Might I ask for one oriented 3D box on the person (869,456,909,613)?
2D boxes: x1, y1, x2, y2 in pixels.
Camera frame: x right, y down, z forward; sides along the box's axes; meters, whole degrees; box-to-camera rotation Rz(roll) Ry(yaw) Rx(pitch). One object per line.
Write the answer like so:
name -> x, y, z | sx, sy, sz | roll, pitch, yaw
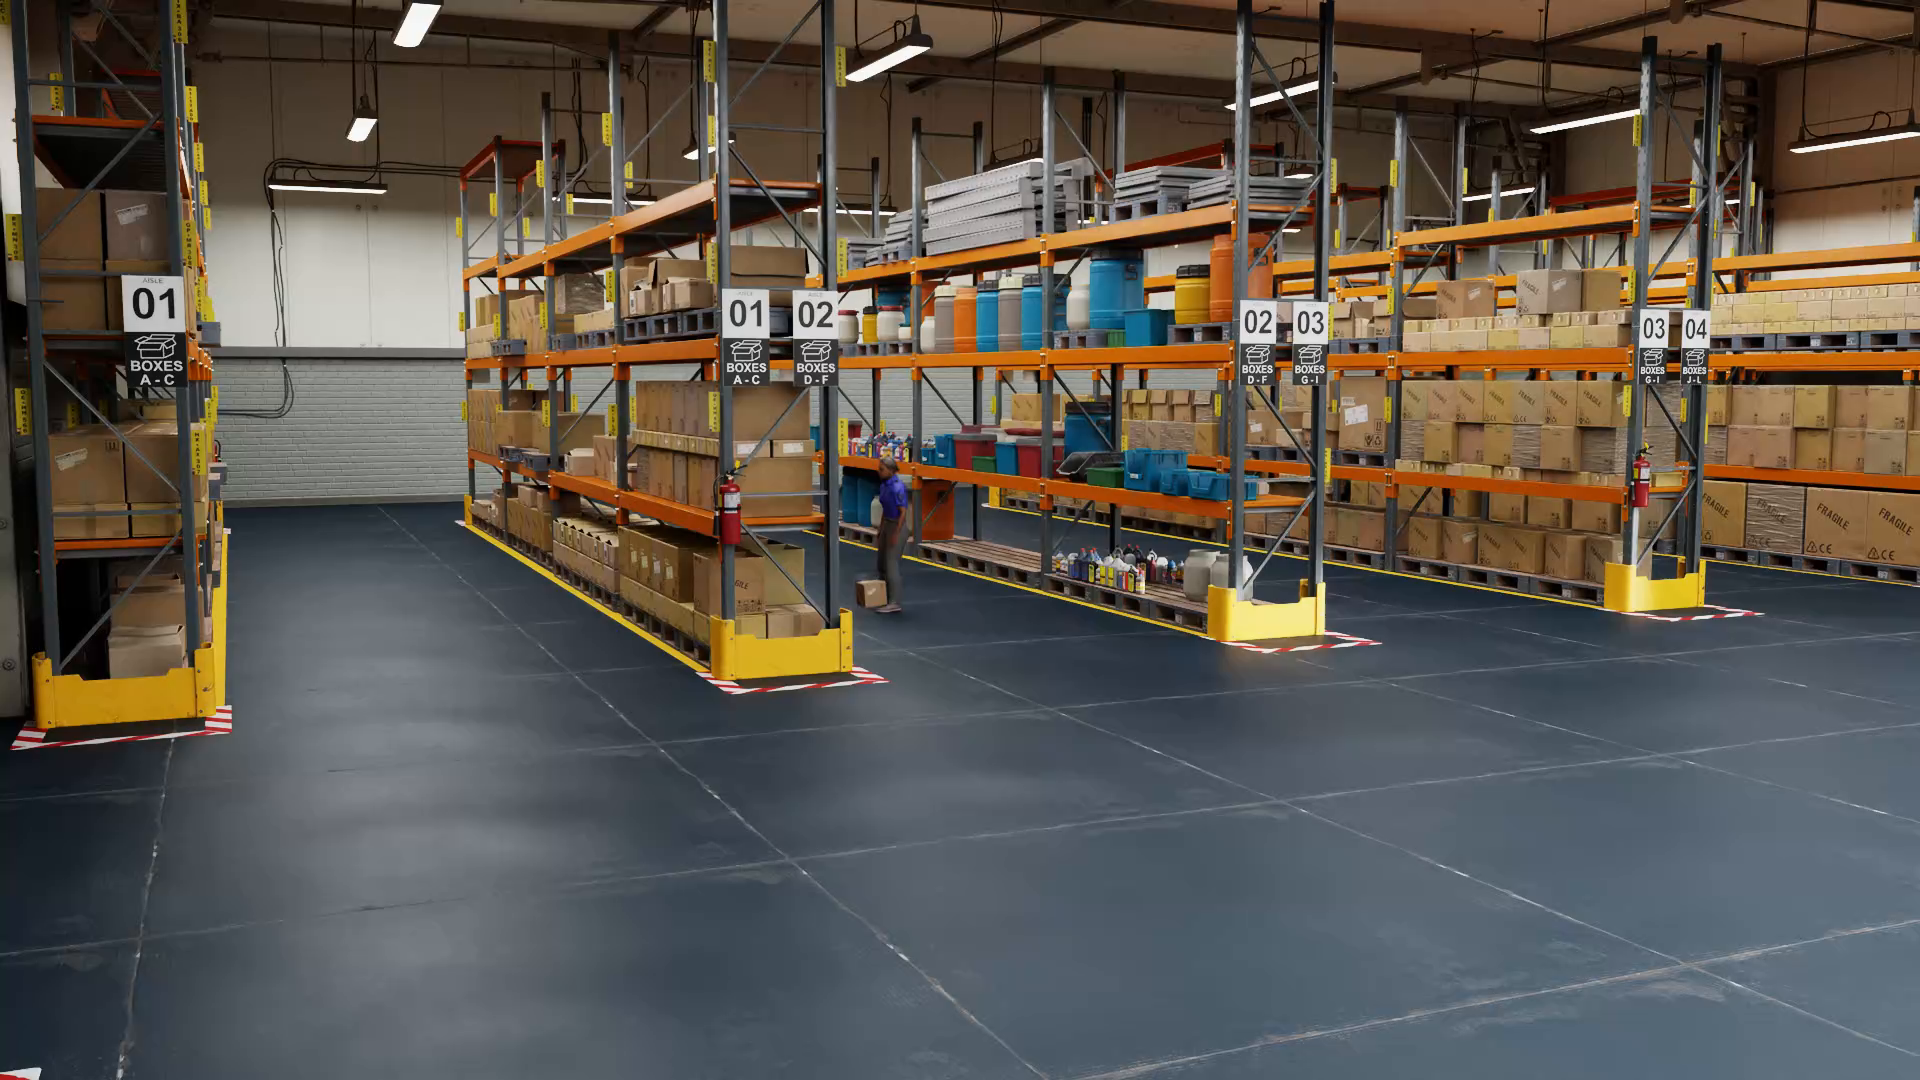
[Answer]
person -> -0.761, -0.067, 17.715 | 0.399, 1.656, 0.502 | -3, 6, -26
